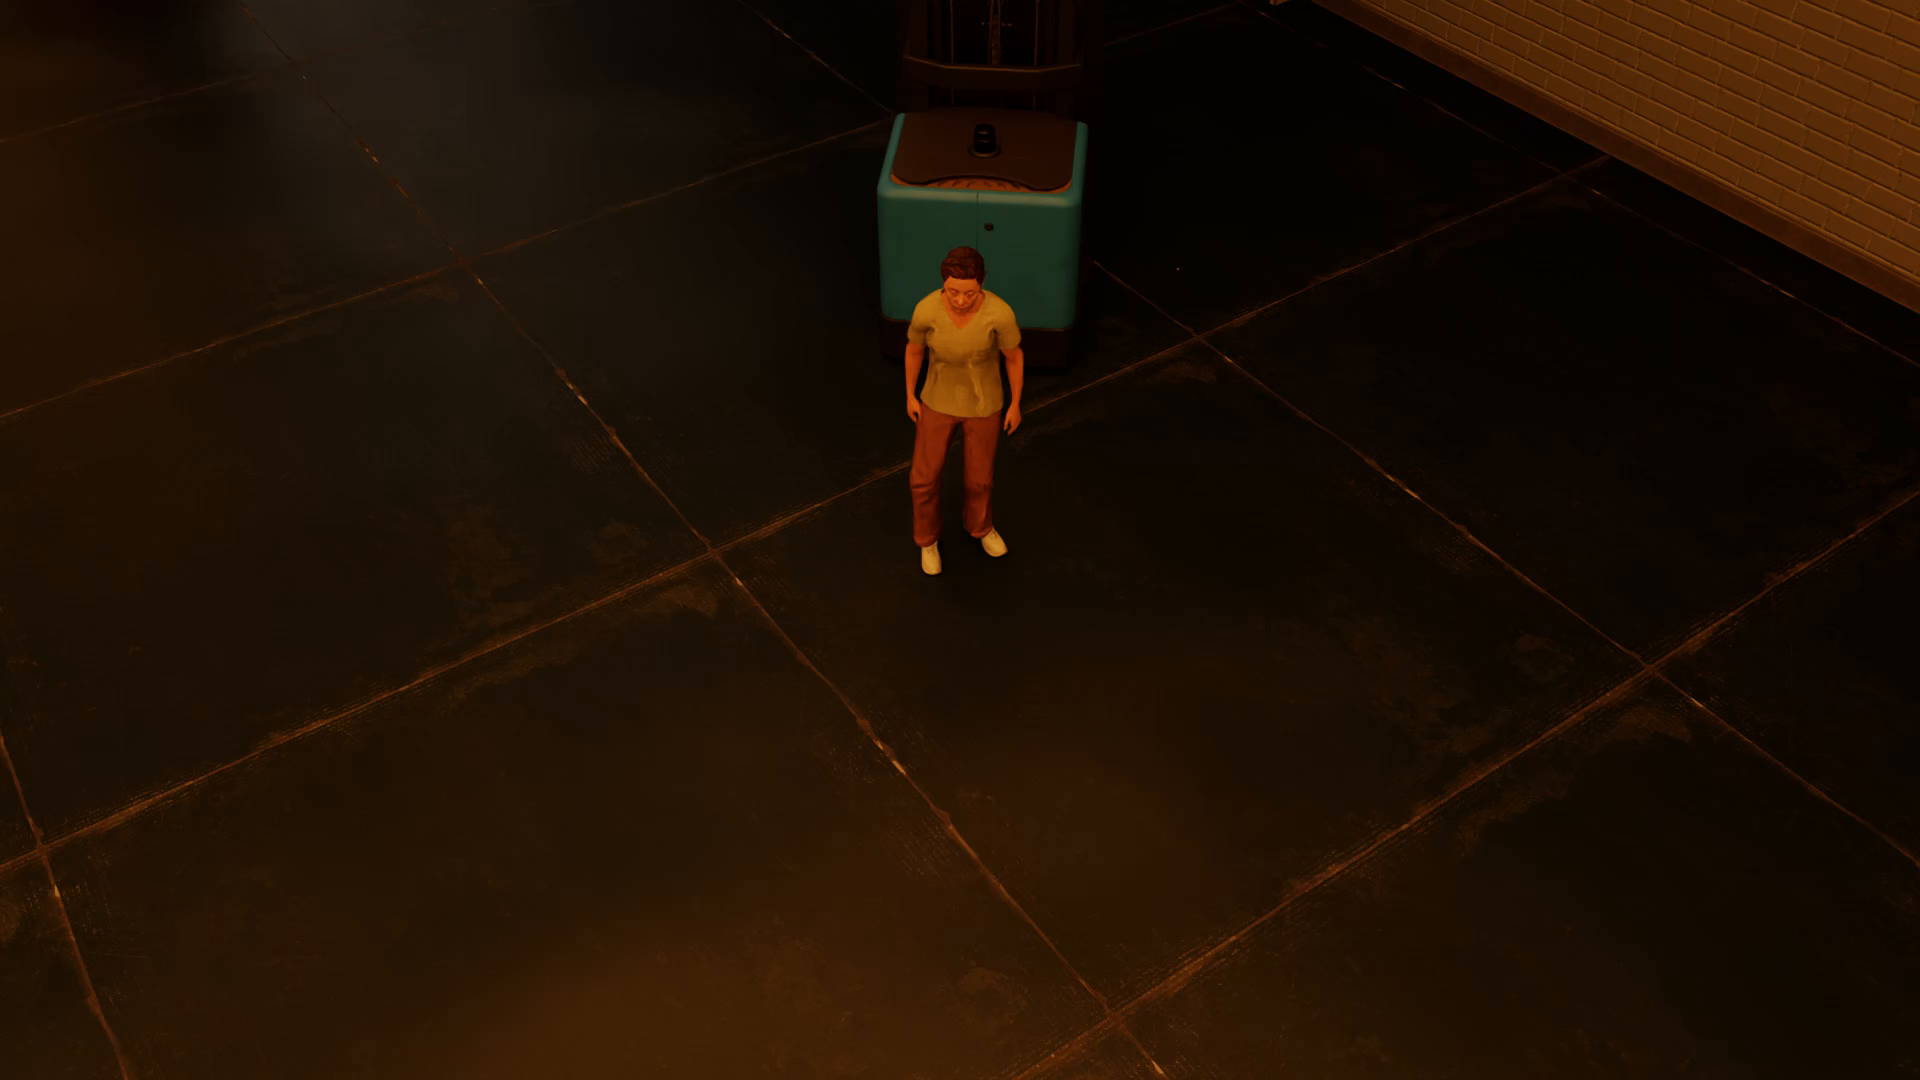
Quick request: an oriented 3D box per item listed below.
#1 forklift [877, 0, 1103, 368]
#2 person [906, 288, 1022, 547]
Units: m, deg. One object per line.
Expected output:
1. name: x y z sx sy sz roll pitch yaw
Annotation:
1. forklift: 0.236 -2.982 8.951 1.130 2.935 3.031 4 43 4
2. person: 0.014 -0.525 7.357 0.494 1.371 0.334 5 43 5
